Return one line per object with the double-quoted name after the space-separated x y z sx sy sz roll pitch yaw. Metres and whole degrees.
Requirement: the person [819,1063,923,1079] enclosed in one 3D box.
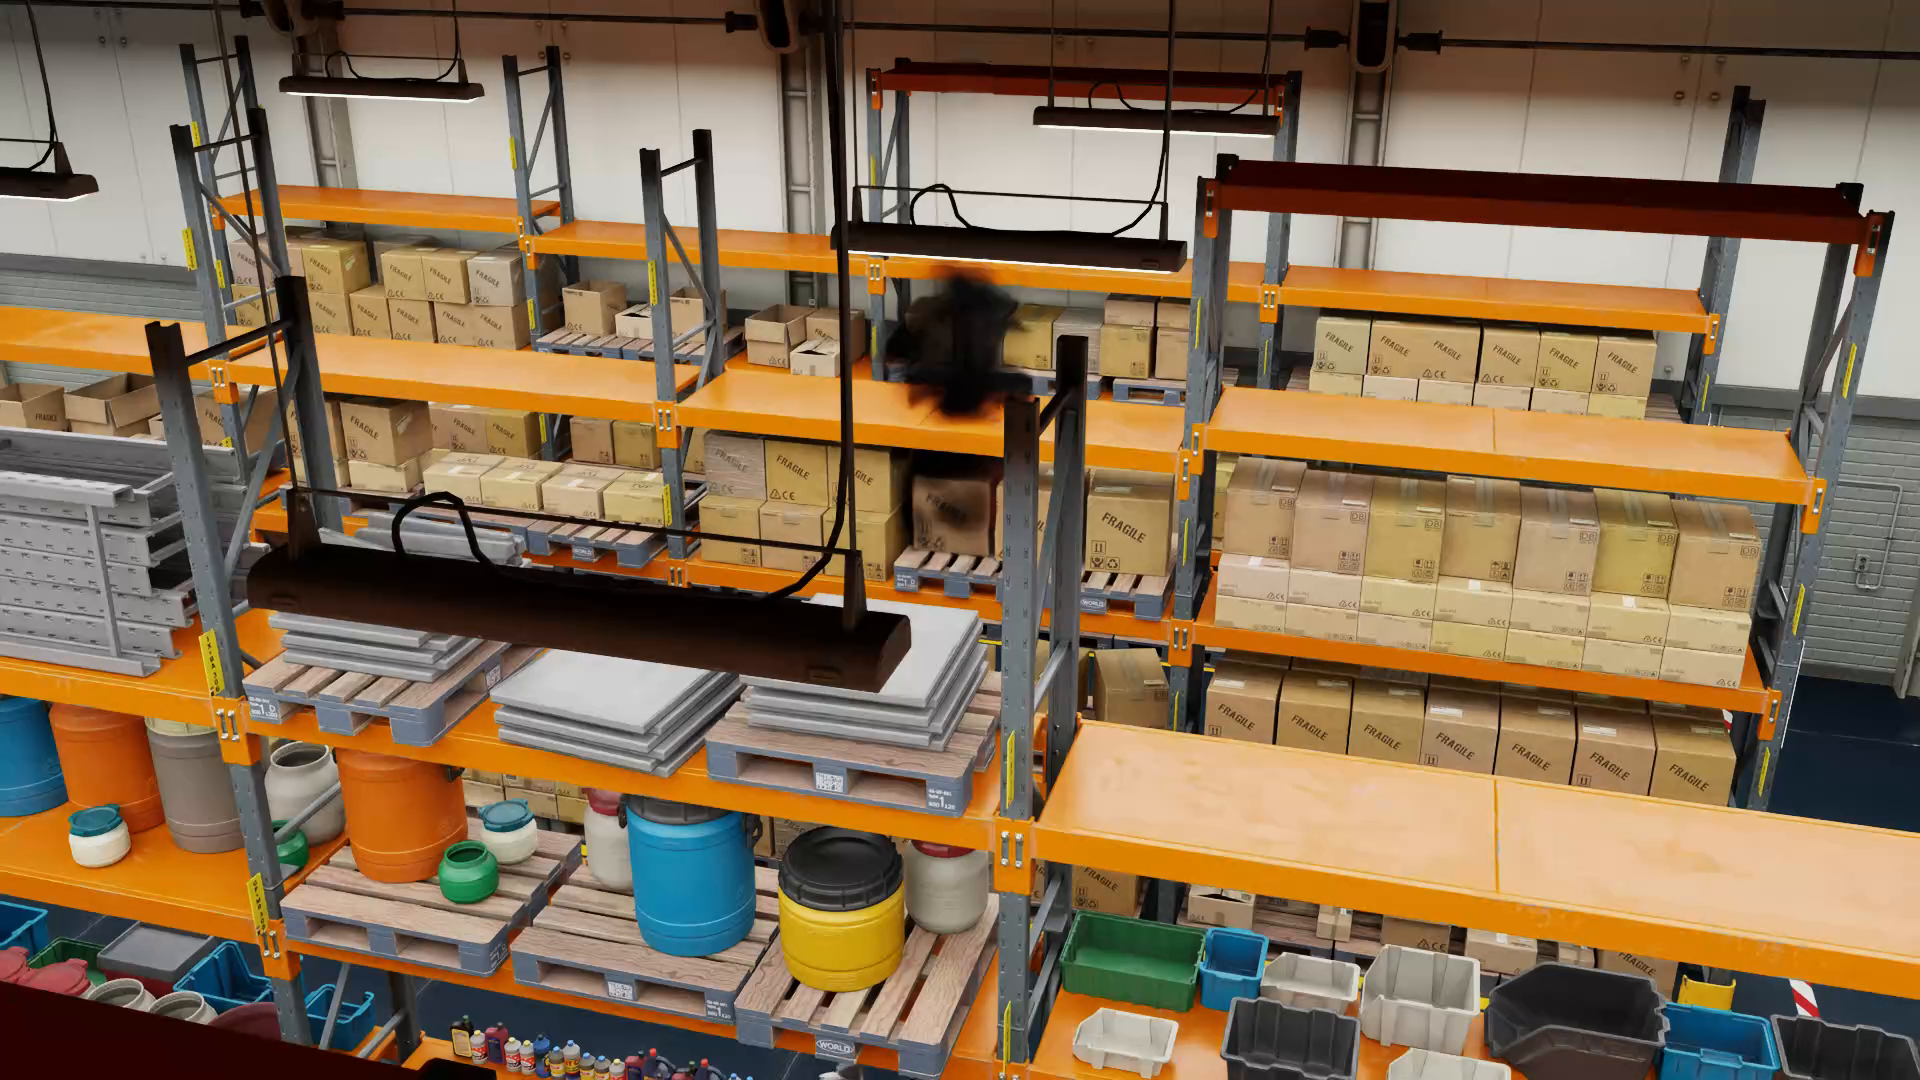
-0.558 3.059 11.262 0.859 1.640 0.577 3 23 8 "person"
